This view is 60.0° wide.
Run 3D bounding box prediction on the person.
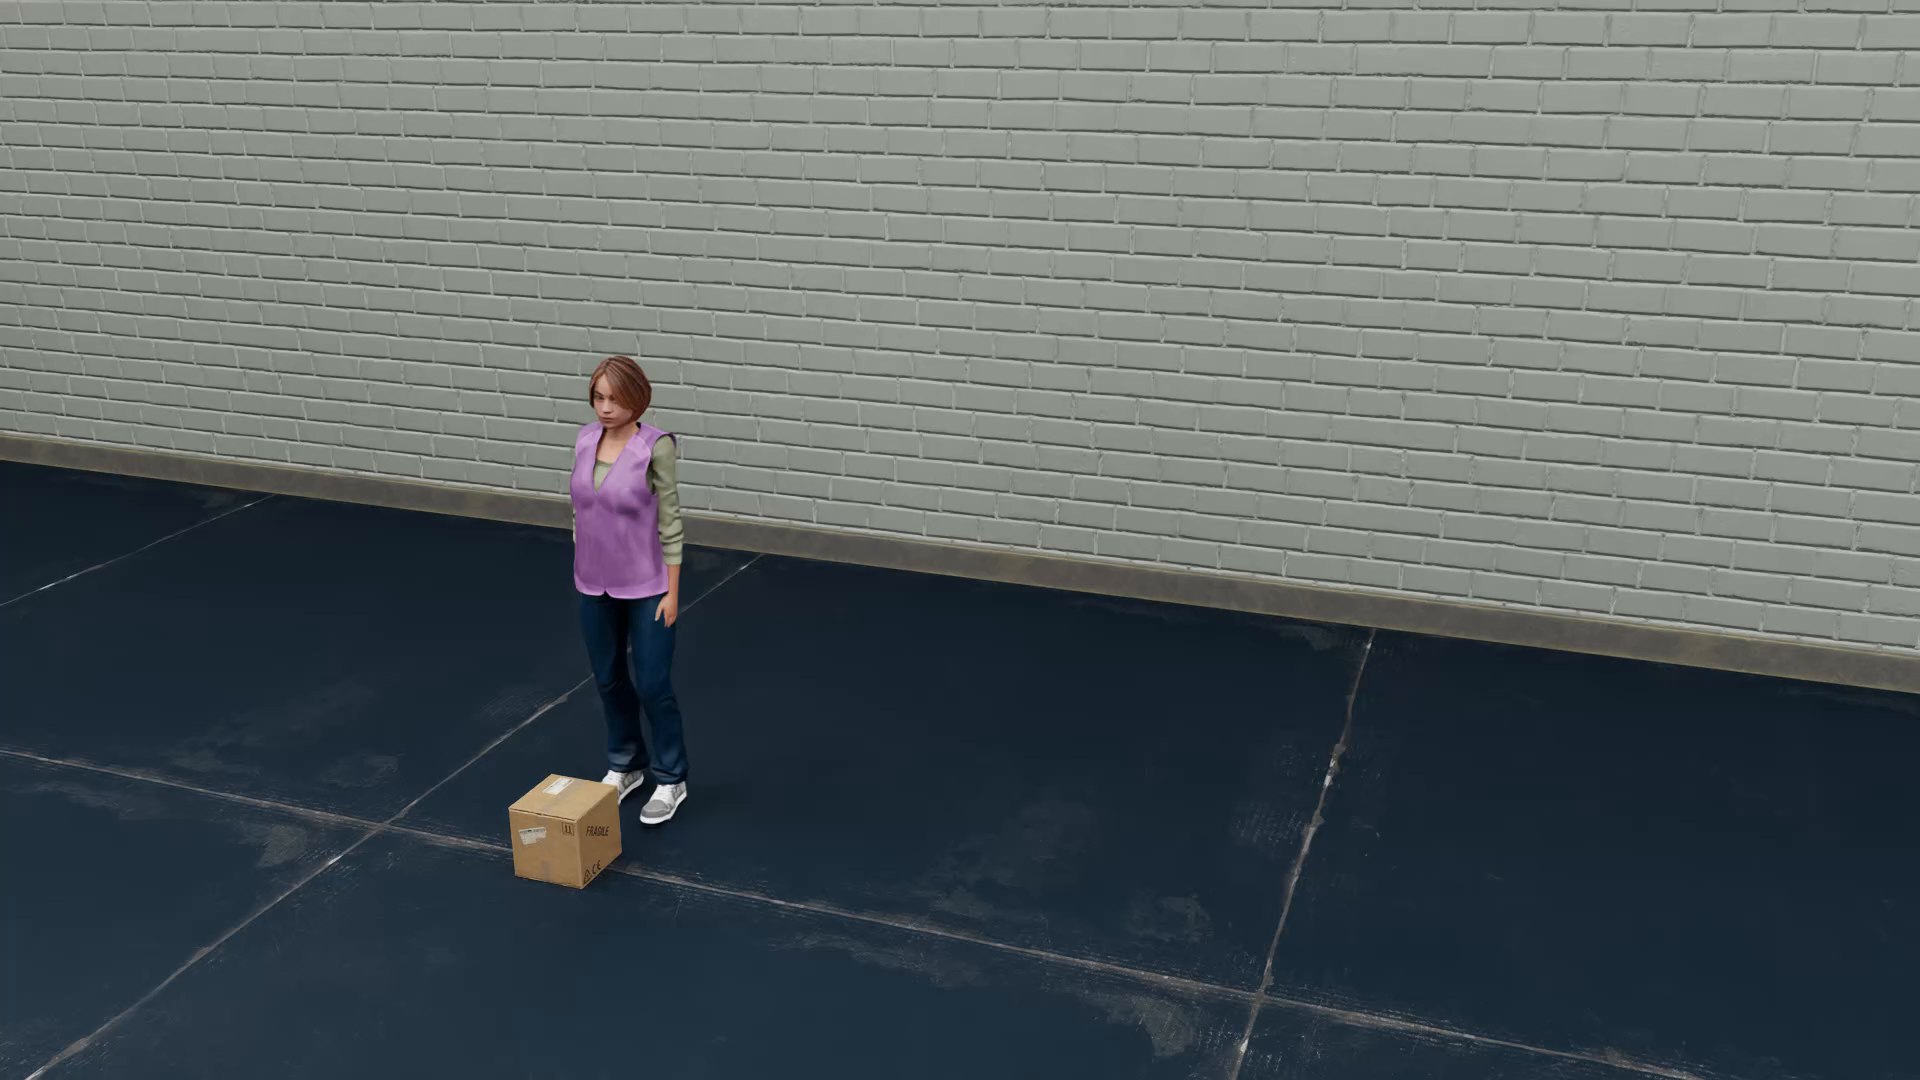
[{"bbox_3d":[-6.201,-0.670,5.569,10.133,3.196,3.384,7,20,19],"label":"person"}]
